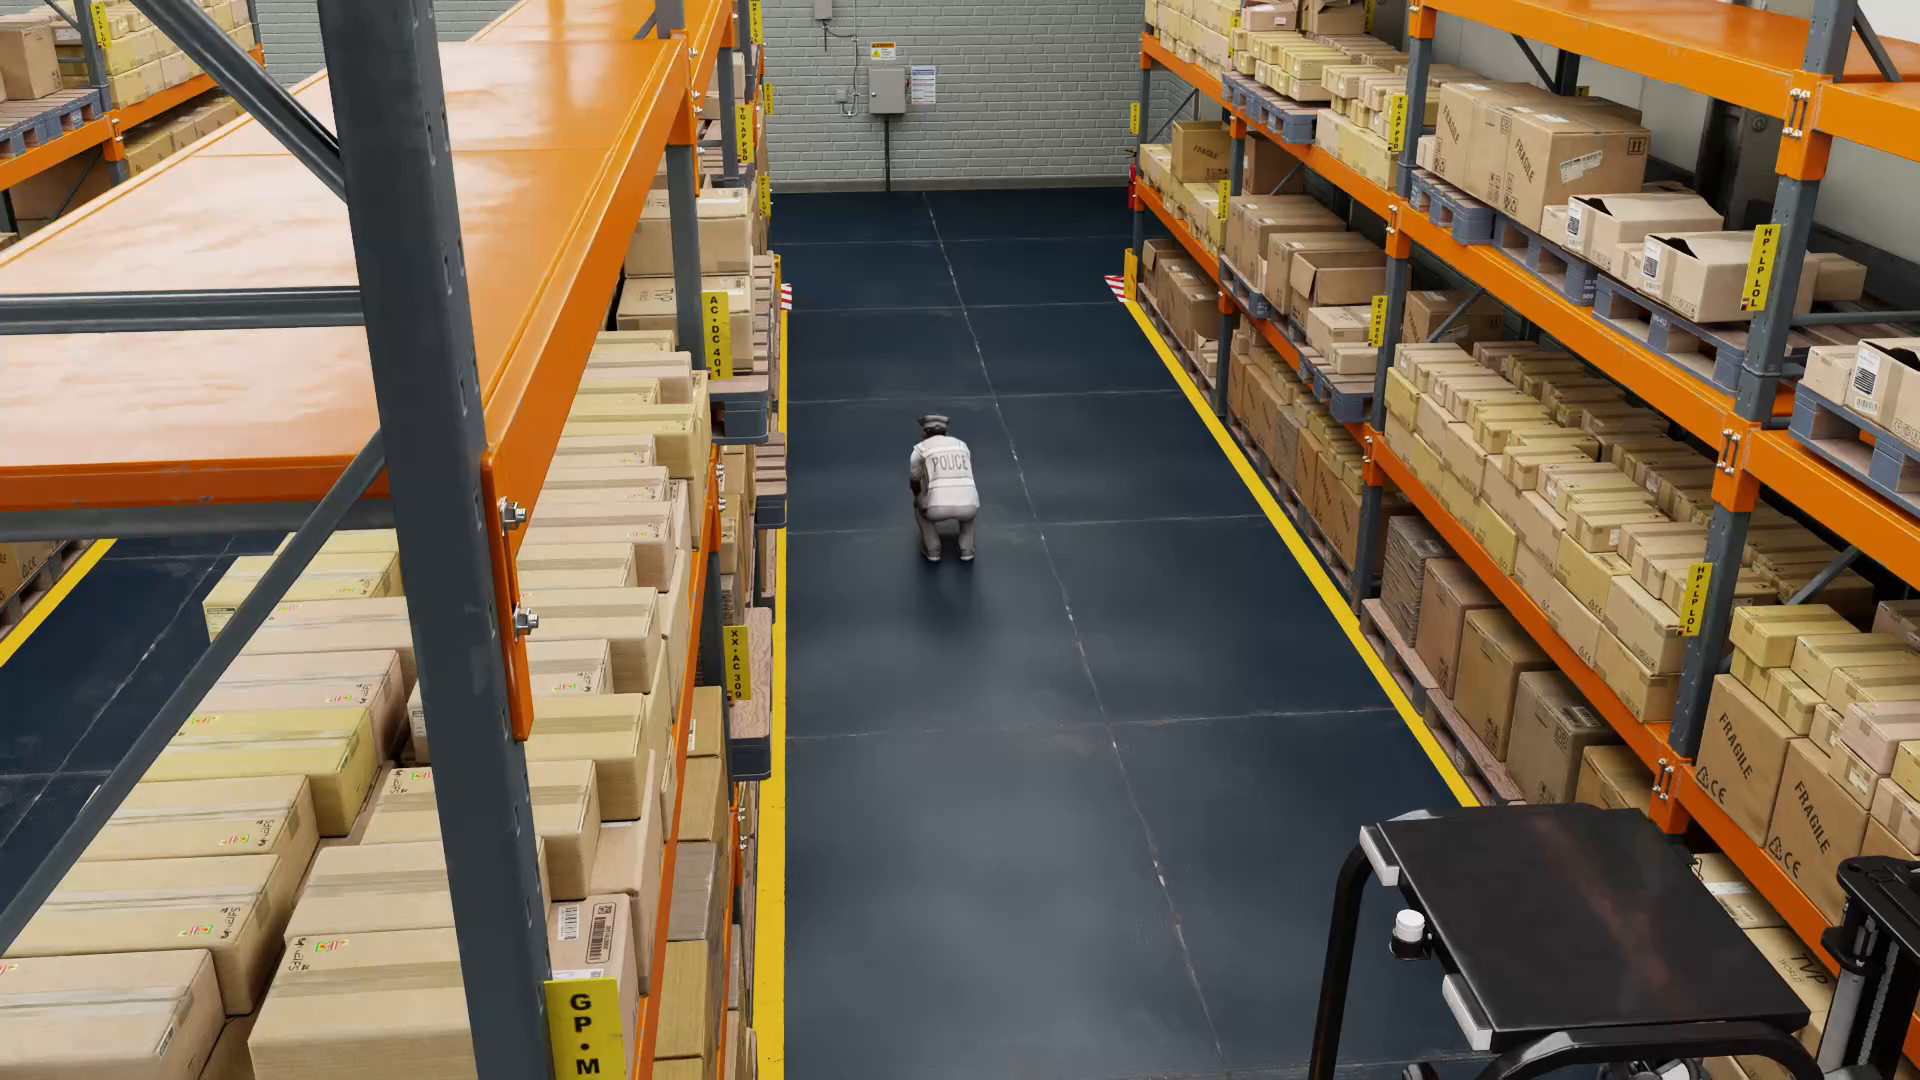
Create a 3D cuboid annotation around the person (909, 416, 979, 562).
[{"bbox_3d":[-0.113,-0.376,12.034,0.485,0.961,0.837,-2,24,-5],"label":"person"}]
